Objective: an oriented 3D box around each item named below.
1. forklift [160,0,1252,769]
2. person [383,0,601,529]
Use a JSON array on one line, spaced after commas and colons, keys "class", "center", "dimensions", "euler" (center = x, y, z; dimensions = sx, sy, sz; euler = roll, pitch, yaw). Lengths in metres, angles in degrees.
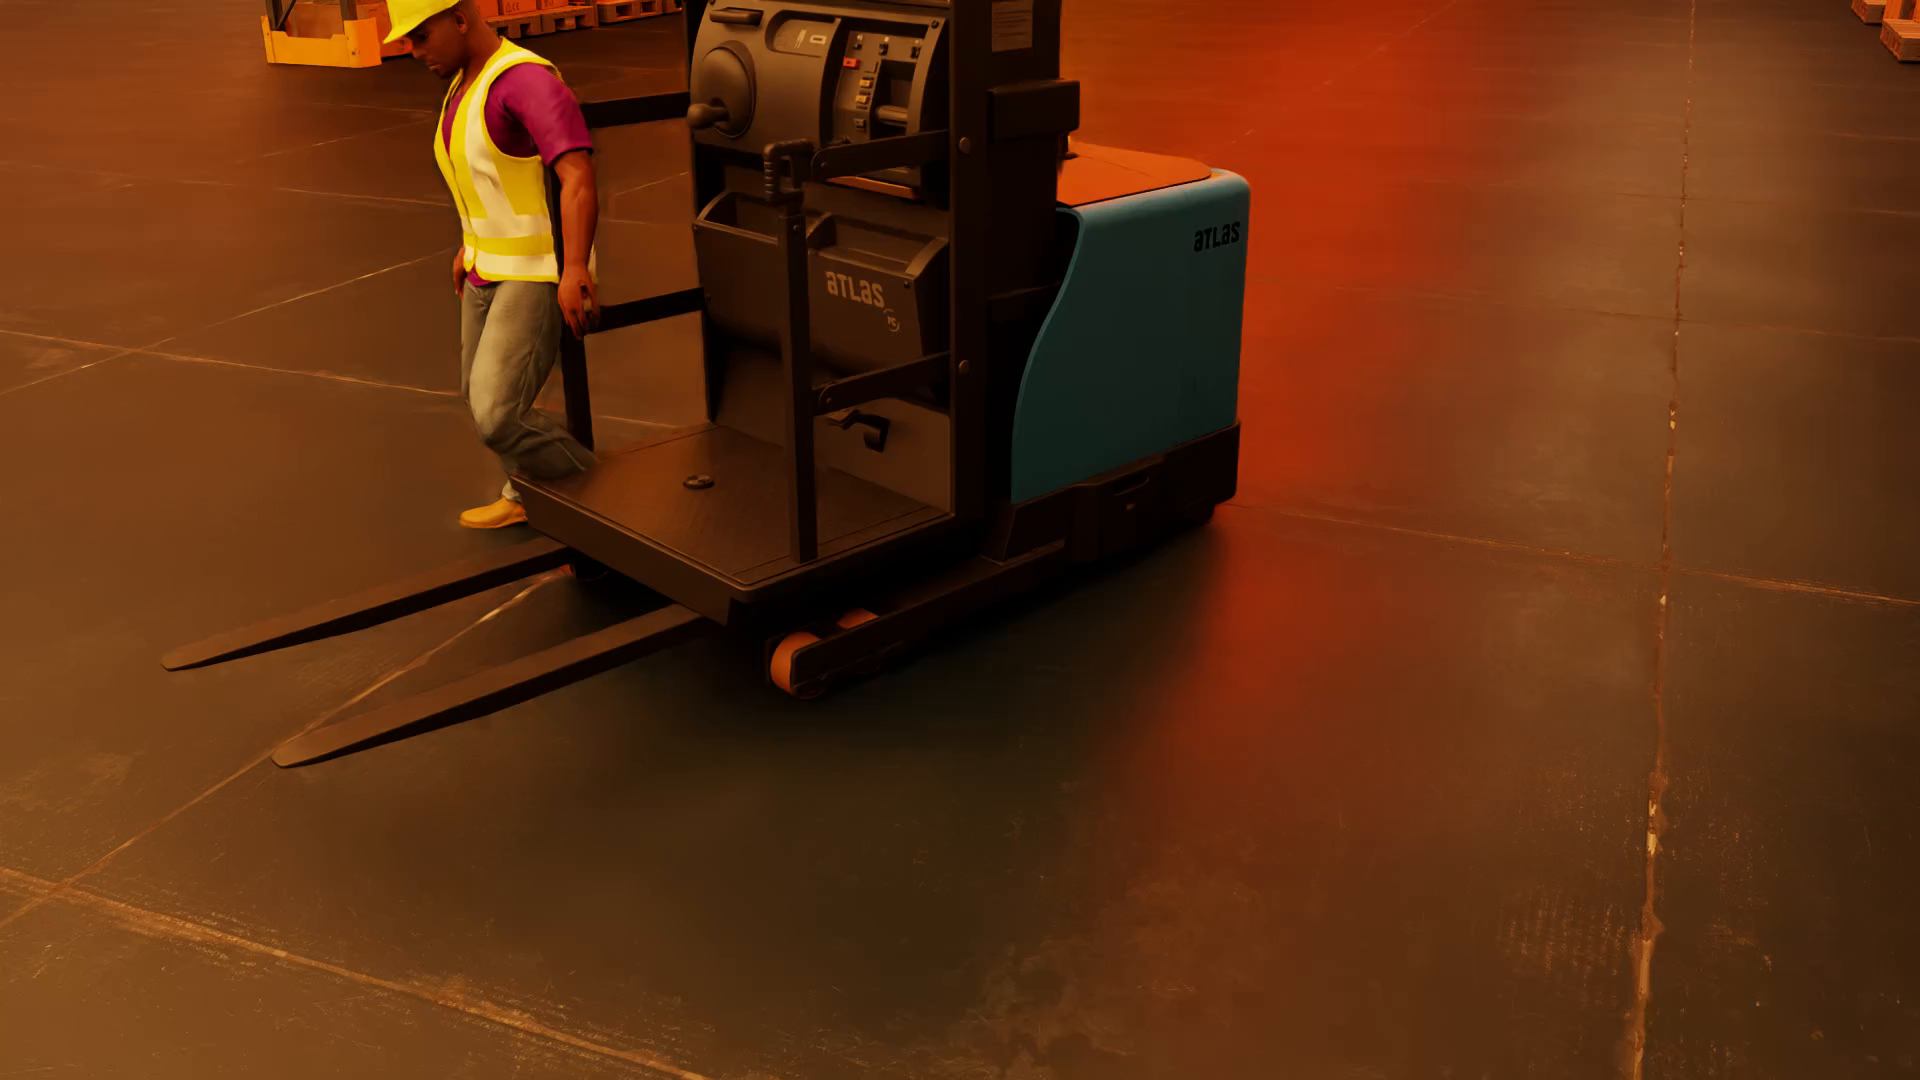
[{"class": "forklift", "center": [-0.532, -1.180, 4.116], "dimensions": [3.031, 2.935, 1.130], "euler": [-20, 30, -40]}, {"class": "person", "center": [-1.274, -0.720, 4.632], "dimensions": [0.449, 1.716, 0.980], "euler": [-16, 28, -33]}]
